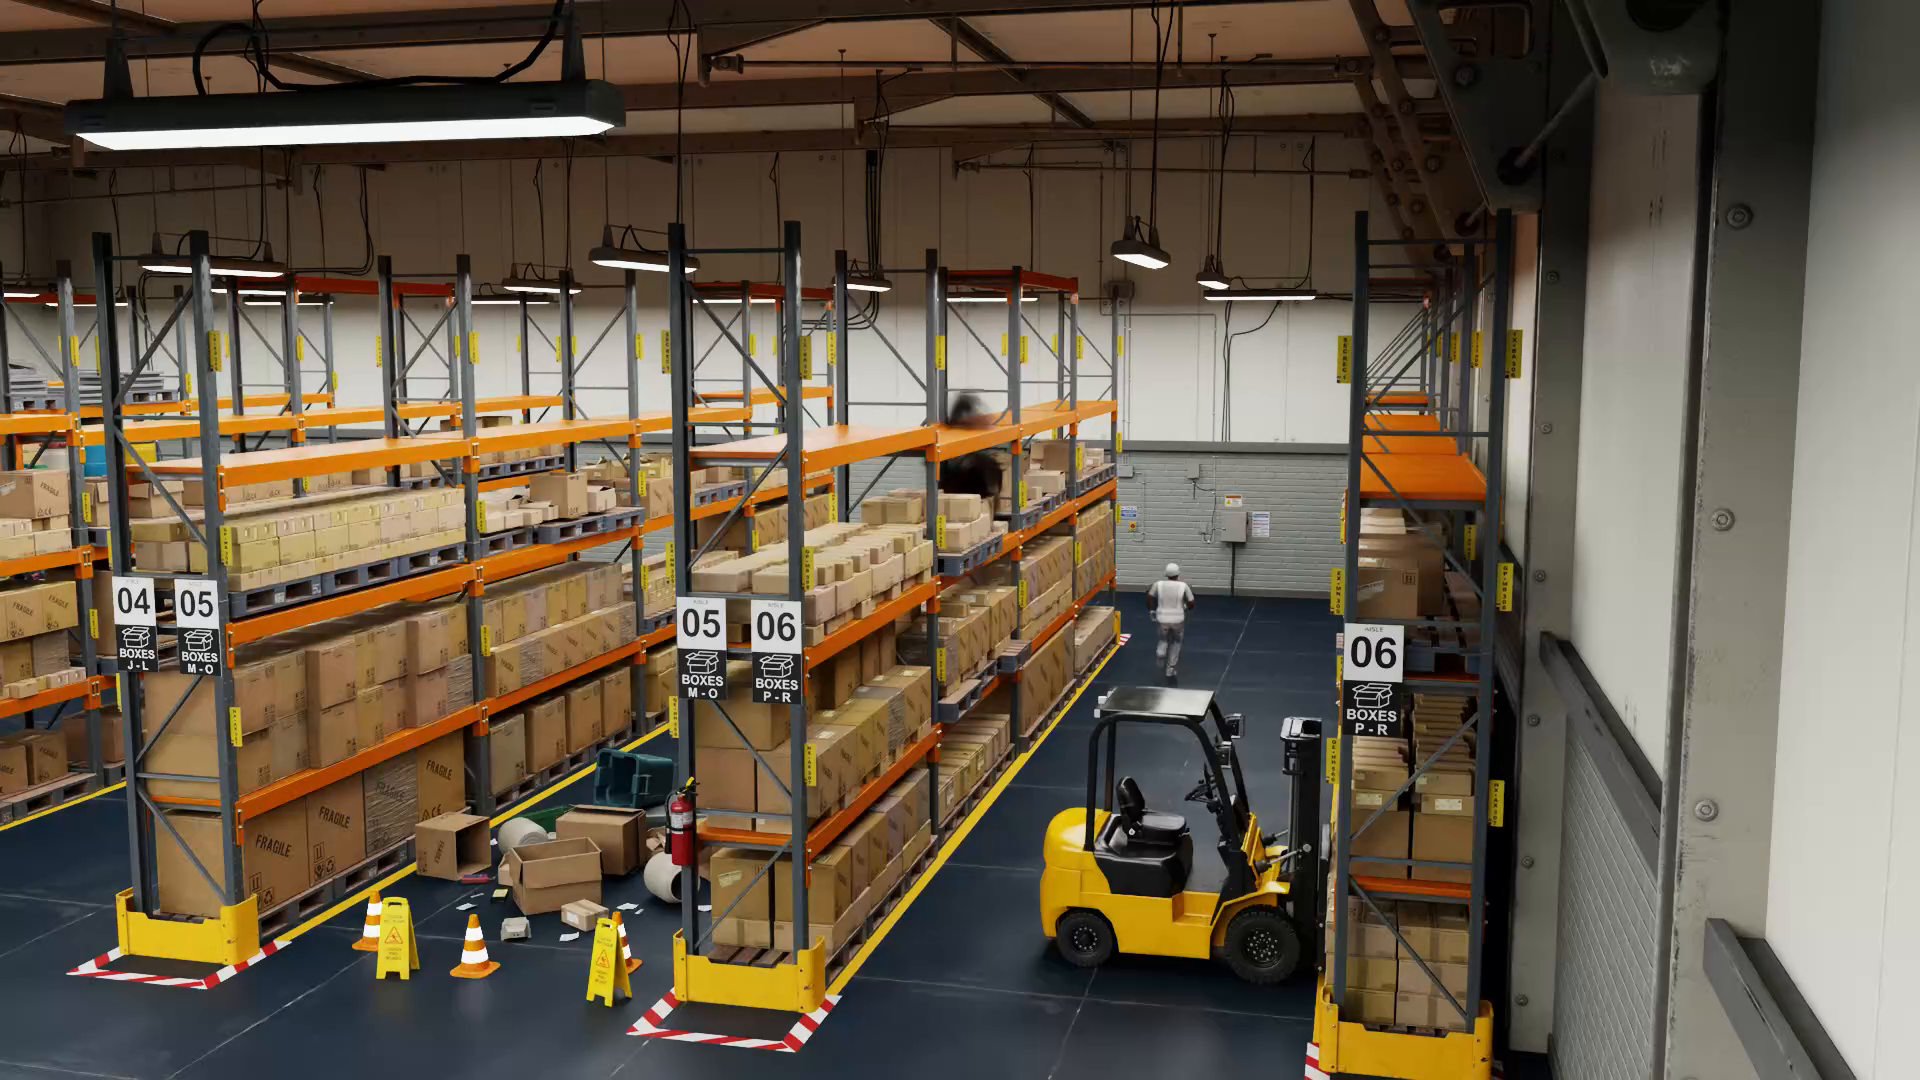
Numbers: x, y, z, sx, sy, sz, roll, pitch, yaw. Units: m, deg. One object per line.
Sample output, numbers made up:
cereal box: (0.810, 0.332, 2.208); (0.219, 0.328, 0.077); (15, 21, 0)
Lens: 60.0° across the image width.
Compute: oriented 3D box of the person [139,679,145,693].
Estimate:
person: (-10.972, 1.598, 22.608); (0.615, 1.658, 0.620); (0, 7, 3)

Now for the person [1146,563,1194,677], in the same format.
person: (3.218, 1.213, 25.382); (0.726, 1.739, 0.608); (2, 7, 15)
